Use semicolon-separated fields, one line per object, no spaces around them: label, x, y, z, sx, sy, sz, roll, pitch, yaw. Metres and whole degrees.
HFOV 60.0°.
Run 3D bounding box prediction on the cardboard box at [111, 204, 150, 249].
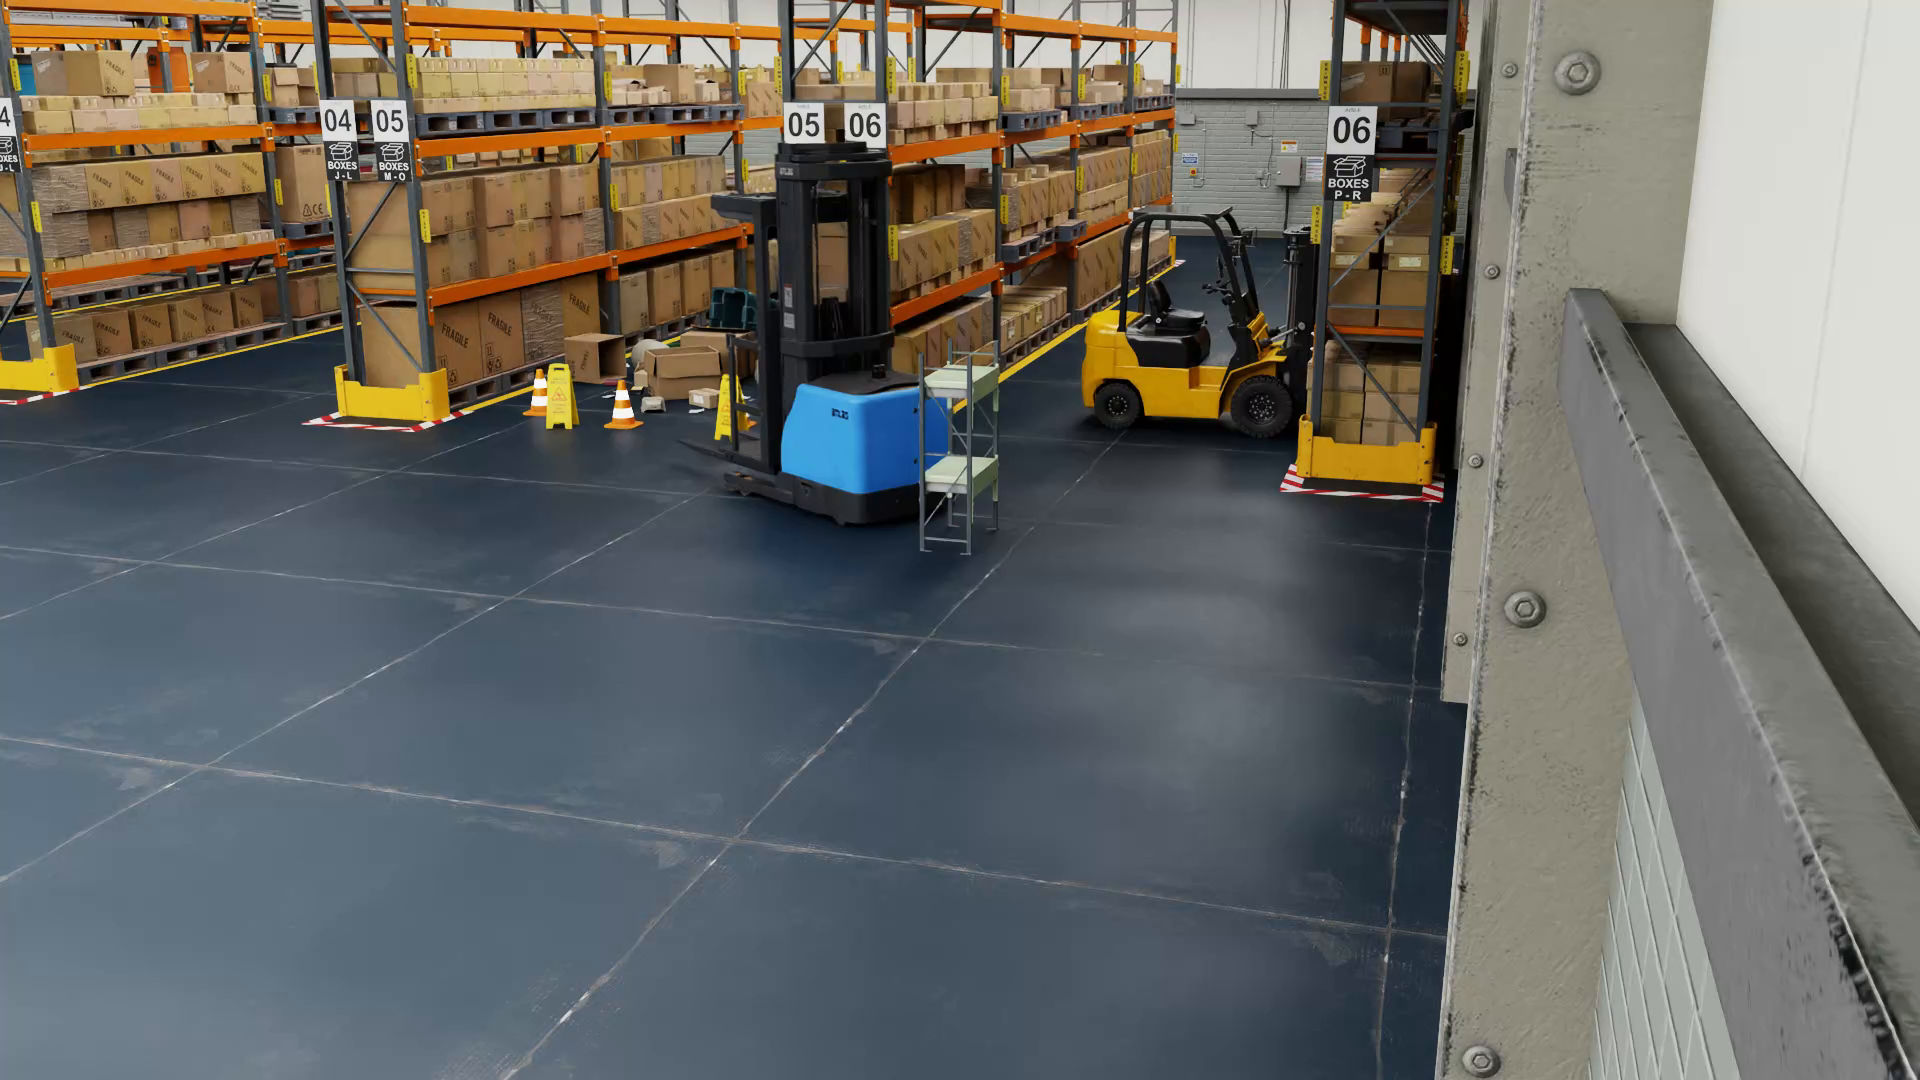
cardboard box;-10.257;-3.769;19.892;0.875;0.500;0.500;5;16;16

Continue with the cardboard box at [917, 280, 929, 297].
cardboard box;-0.527;-2.545;16.766;0.380;0.149;0.250;5;17;17

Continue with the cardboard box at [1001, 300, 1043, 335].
cardboard box;0.531;-2.892;21.575;0.950;0.372;0.625;5;17;18

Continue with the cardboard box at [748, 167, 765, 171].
cardboard box;-3.361;-5.924;26.820;0.380;0.149;0.250;4;16;15

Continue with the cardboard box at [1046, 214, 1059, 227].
cardboard box;1.077;-4.187;21.784;0.380;0.149;0.250;5;17;17

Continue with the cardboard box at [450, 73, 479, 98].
cardboard box;-5.398;-4.761;17.397;0.500;0.250;0.500;4;16;15

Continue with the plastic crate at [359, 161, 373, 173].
plastic crate;-11.495;-6.966;31.664;0.402;0.464;0.583;5;16;16

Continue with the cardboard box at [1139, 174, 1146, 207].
cardboard box;2.792;-5.821;27.673;0.500;0.500;0.500;5;17;16

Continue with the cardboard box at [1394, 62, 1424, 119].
cardboard box;3.890;-4.152;15.339;0.700;0.500;0.500;5;17;16

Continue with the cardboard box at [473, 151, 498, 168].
cardboard box;-7.966;-6.153;27.002;0.797;0.503;0.637;5;17;17

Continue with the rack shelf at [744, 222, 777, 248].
rack shelf;-3.082;-5.028;26.376;1.077;0.370;4.000;5;16;16

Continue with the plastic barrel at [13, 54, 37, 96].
plastic barrel;-13.954;-6.775;24.804;0.600;0.901;0.708;5;16;16

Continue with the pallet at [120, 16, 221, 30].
pallet;-12.891;-8.435;27.155;1.213;0.211;1.003;5;16;16

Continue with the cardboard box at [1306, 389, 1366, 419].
cardboard box;3.449;-1.287;15.224;0.500;0.250;0.500;4;16;15

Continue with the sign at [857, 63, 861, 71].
sign;-1.897;-8.849;31.432;0.100;0.325;0.005;5;16;16

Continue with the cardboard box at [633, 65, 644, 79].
cardboard box;-6.476;-8.818;31.787;0.700;0.500;0.500;4;16;14

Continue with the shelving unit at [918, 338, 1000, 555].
shelving unit;-0.002;-0.720;12.619;0.431;1.500;0.755;5;16;16

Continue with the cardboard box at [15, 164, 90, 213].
cardboard box;-10.233;-3.963;18.745;0.500;0.500;0.500;5;16;16

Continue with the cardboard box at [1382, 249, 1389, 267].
cardboard box;3.965;-2.514;14.825;0.380;0.149;0.250;5;16;16

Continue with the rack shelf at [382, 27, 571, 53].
rack shelf;-7.809;-8.132;27.061;1.077;0.370;4.000;5;16;16

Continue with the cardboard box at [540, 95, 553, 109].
cardboard box;-4.872;-4.990;18.937;0.380;0.149;0.250;5;17;17

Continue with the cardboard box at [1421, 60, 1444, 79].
cardboard box;6.957;-6.913;24.412;0.396;0.266;0.258;5;16;16

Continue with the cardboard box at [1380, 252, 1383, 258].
cardboard box;3.801;-2.482;15.901;0.500;0.500;0.500;4;16;15

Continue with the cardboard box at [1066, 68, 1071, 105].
cardboard box;1.223;-6.460;23.658;0.700;0.500;0.500;4;16;13

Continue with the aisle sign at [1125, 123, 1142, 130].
aisle sign;3.140;-7.878;30.343;0.394;0.787;0.004;5;16;16

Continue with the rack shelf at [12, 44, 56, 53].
rack shelf;-20.919;-10.331;34.813;1.077;0.370;4.000;5;16;16

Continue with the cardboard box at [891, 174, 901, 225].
cardboard box;-1.016;-3.496;17.097;0.700;0.500;0.500;4;16;15

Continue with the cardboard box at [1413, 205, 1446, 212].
cardboard box;4.947;-3.459;17.610;0.380;0.149;0.250;5;16;16

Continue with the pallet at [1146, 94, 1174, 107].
pallet;3.197;-7.792;29.468;1.003;0.211;1.213;5;16;16

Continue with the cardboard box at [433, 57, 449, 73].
cardboard box;-5.452;-4.842;16.951;0.380;0.149;0.250;5;17;16

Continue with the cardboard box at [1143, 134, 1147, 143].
cardboard box;2.922;-6.709;27.782;0.380;0.149;0.250;4;16;14

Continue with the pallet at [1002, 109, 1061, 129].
pallet;0.557;-5.224;20.597;1.213;0.211;1.003;5;16;16

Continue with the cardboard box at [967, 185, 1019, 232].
cardboard box;0.396;-3.940;19.726;0.500;0.500;0.500;5;17;17

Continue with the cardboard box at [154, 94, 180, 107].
cardboard box;-9.699;-5.325;20.154;0.380;0.149;0.250;5;17;18

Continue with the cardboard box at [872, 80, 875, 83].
cardboard box;-1.711;-8.016;29.455;0.500;0.250;0.500;4;16;13

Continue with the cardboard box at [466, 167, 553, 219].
cardboard box;-5.255;-4.018;19.245;0.875;0.550;0.550;5;16;16

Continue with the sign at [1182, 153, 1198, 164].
sign;4.949;-8.213;35.792;0.327;0.218;0.001;5;16;16

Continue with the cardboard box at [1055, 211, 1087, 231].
cardboard box;1.505;-4.529;23.576;0.500;0.250;0.500;4;16;15

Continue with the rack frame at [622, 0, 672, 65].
rack frame;-6.104;-10.241;32.443;1.000;3.000;0.127;5;16;16

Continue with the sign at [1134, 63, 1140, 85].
sign;2.784;-7.343;26.200;0.100;0.325;0.005;5;16;16

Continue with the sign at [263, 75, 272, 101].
sign;-8.991;-5.867;21.572;0.100;0.325;0.005;5;16;16

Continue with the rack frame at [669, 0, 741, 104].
rack frame;-3.650;-7.737;23.614;1.000;3.000;0.127;5;16;16

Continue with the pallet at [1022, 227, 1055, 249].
pallet;0.601;-3.880;21.362;1.003;0.211;1.213;5;16;16

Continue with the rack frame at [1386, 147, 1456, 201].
rack frame;7.021;-5.156;25.509;1.000;3.000;0.127;5;16;16

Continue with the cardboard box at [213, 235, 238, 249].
cardboard box;-9.466;-3.816;21.245;0.380;0.149;0.250;5;16;16

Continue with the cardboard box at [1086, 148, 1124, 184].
cardboard box;2.235;-5.796;25.752;0.500;0.500;0.500;5;17;17

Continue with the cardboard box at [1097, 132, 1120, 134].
cardboard box;2.523;-6.881;28.388;0.380;0.149;0.250;5;16;16

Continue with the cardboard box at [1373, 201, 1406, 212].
cardboard box;5.173;-3.995;20.044;0.380;0.149;0.250;5;16;16

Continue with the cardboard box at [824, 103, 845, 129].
cardboard box;-1.262;-4.069;15.910;0.500;0.250;0.500;4;16;15

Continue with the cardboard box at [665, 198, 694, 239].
cardboard box;-3.948;-4.364;22.536;0.500;0.500;0.500;5;17;17

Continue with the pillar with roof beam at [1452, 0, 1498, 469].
pillar with roof beam;0.545;-5.348;15.194;9.100;9.000;0.400;5;16;16

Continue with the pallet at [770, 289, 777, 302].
pallet;-3.427;-3.713;25.534;1.003;0.211;1.213;5;16;16

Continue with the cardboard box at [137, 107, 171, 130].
cardboard box;-9.838;-5.047;19.903;0.500;0.250;0.500;5;17;18

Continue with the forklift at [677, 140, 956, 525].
forklift;-1.371;-1.861;14.019;1.130;2.935;3.031;-13;20;-38

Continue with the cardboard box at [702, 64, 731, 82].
cardboard box;-3.653;-6.971;24.827;0.396;0.266;0.258;5;16;16

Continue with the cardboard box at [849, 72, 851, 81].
cardboard box;-2.073;-7.896;28.302;0.380;0.149;0.250;4;16;15
